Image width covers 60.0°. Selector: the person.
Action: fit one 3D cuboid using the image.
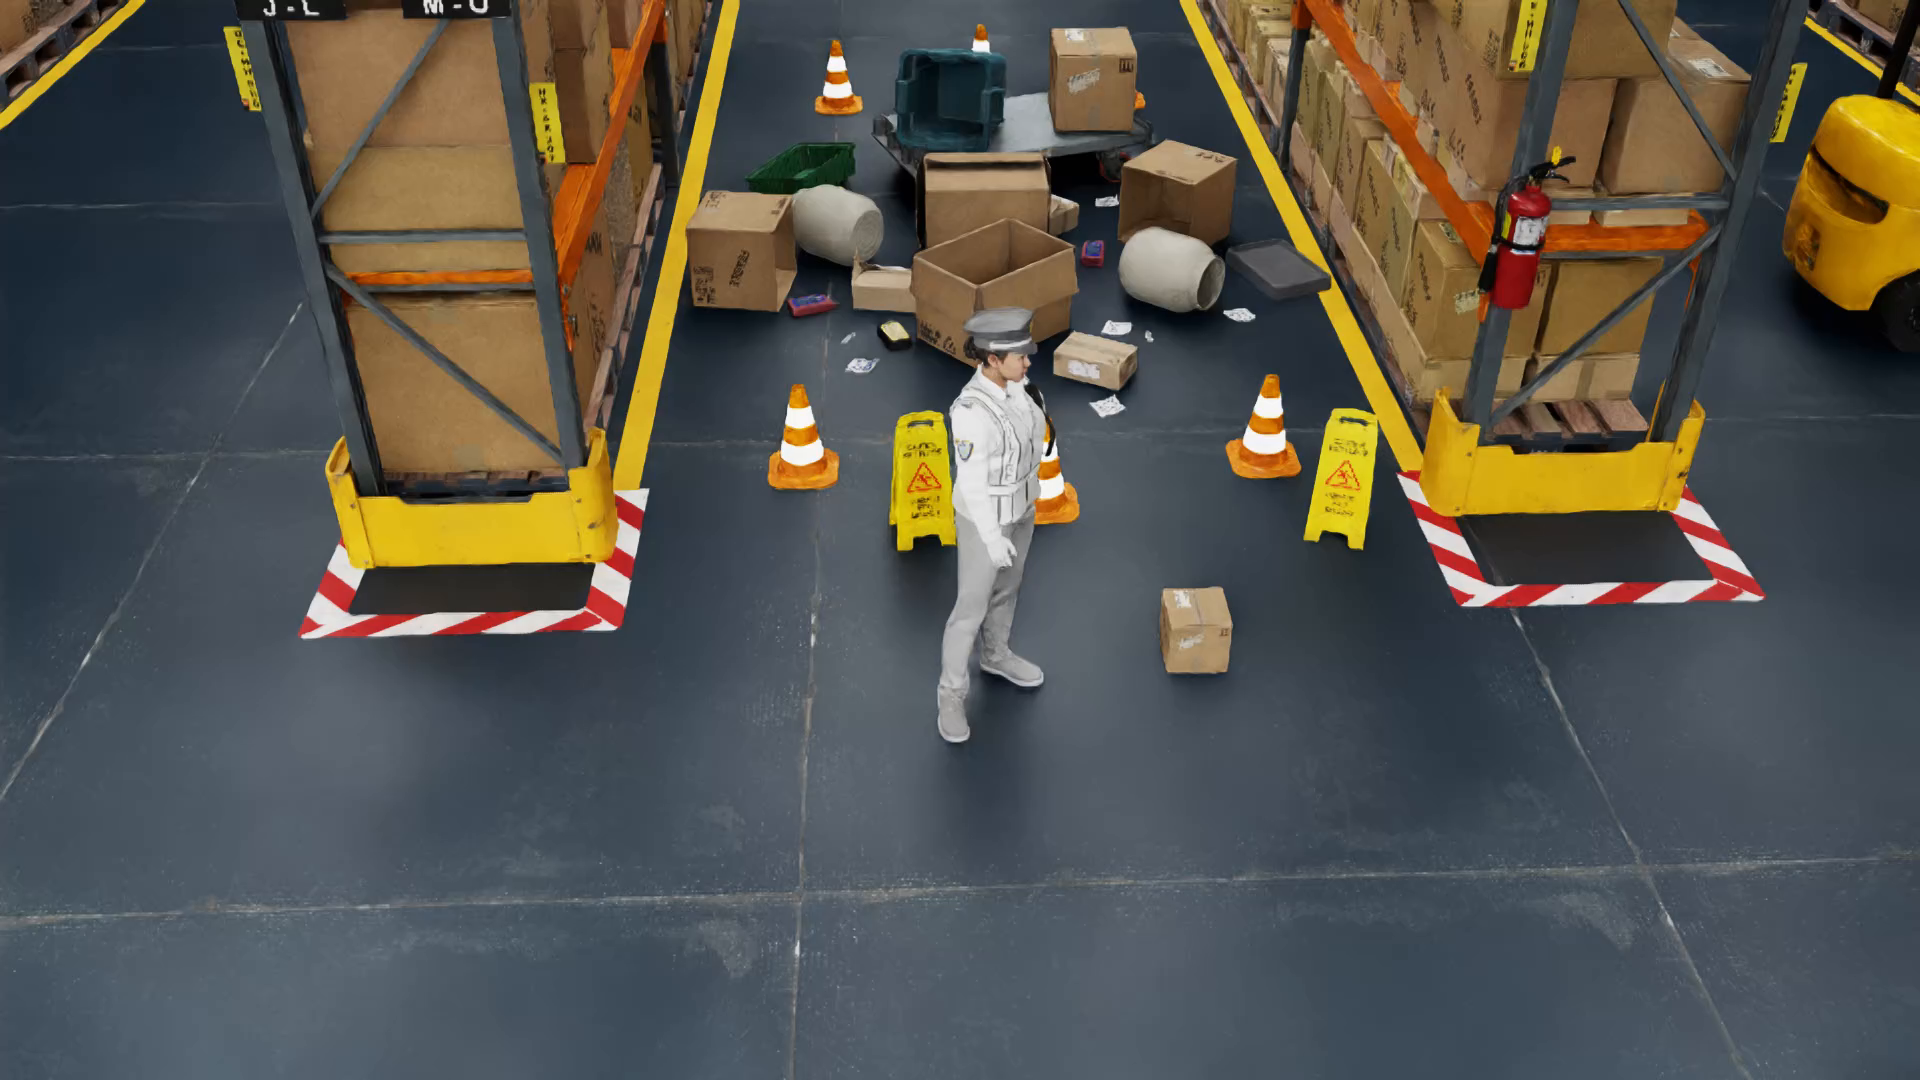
[{"bbox_3d":[0.109,-0.062,6.207,0.340,1.671,0.658,18,39,24],"label":"person"}]
